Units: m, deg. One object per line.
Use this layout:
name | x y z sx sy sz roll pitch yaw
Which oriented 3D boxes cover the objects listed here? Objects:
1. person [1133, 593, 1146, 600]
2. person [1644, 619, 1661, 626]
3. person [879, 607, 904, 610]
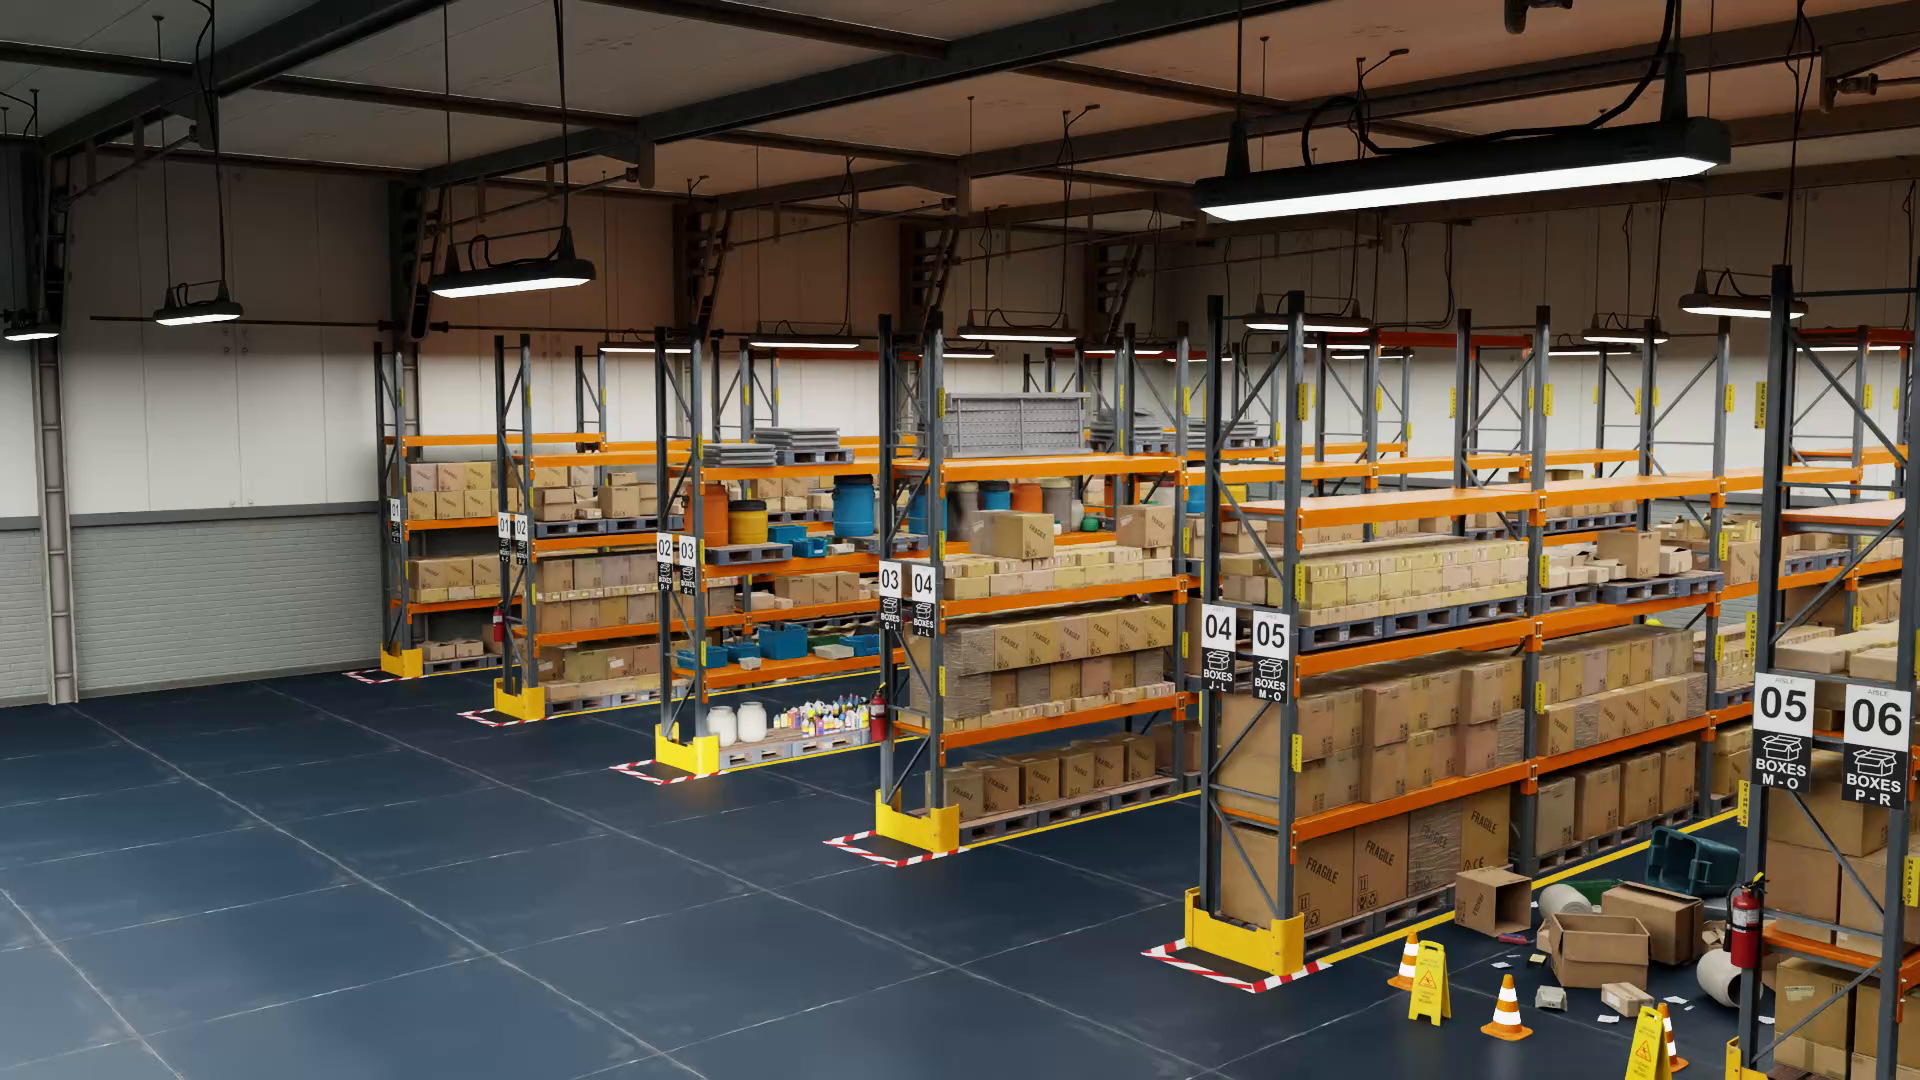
person | 3.328 1.408 31.466 0.571 1.810 0.509 -3 6 -27
person | 10.275 2.037 24.872 1.037 1.722 0.697 -3 6 -31
person | -1.323 1.258 33.477 0.567 1.720 0.590 -3 6 -34
